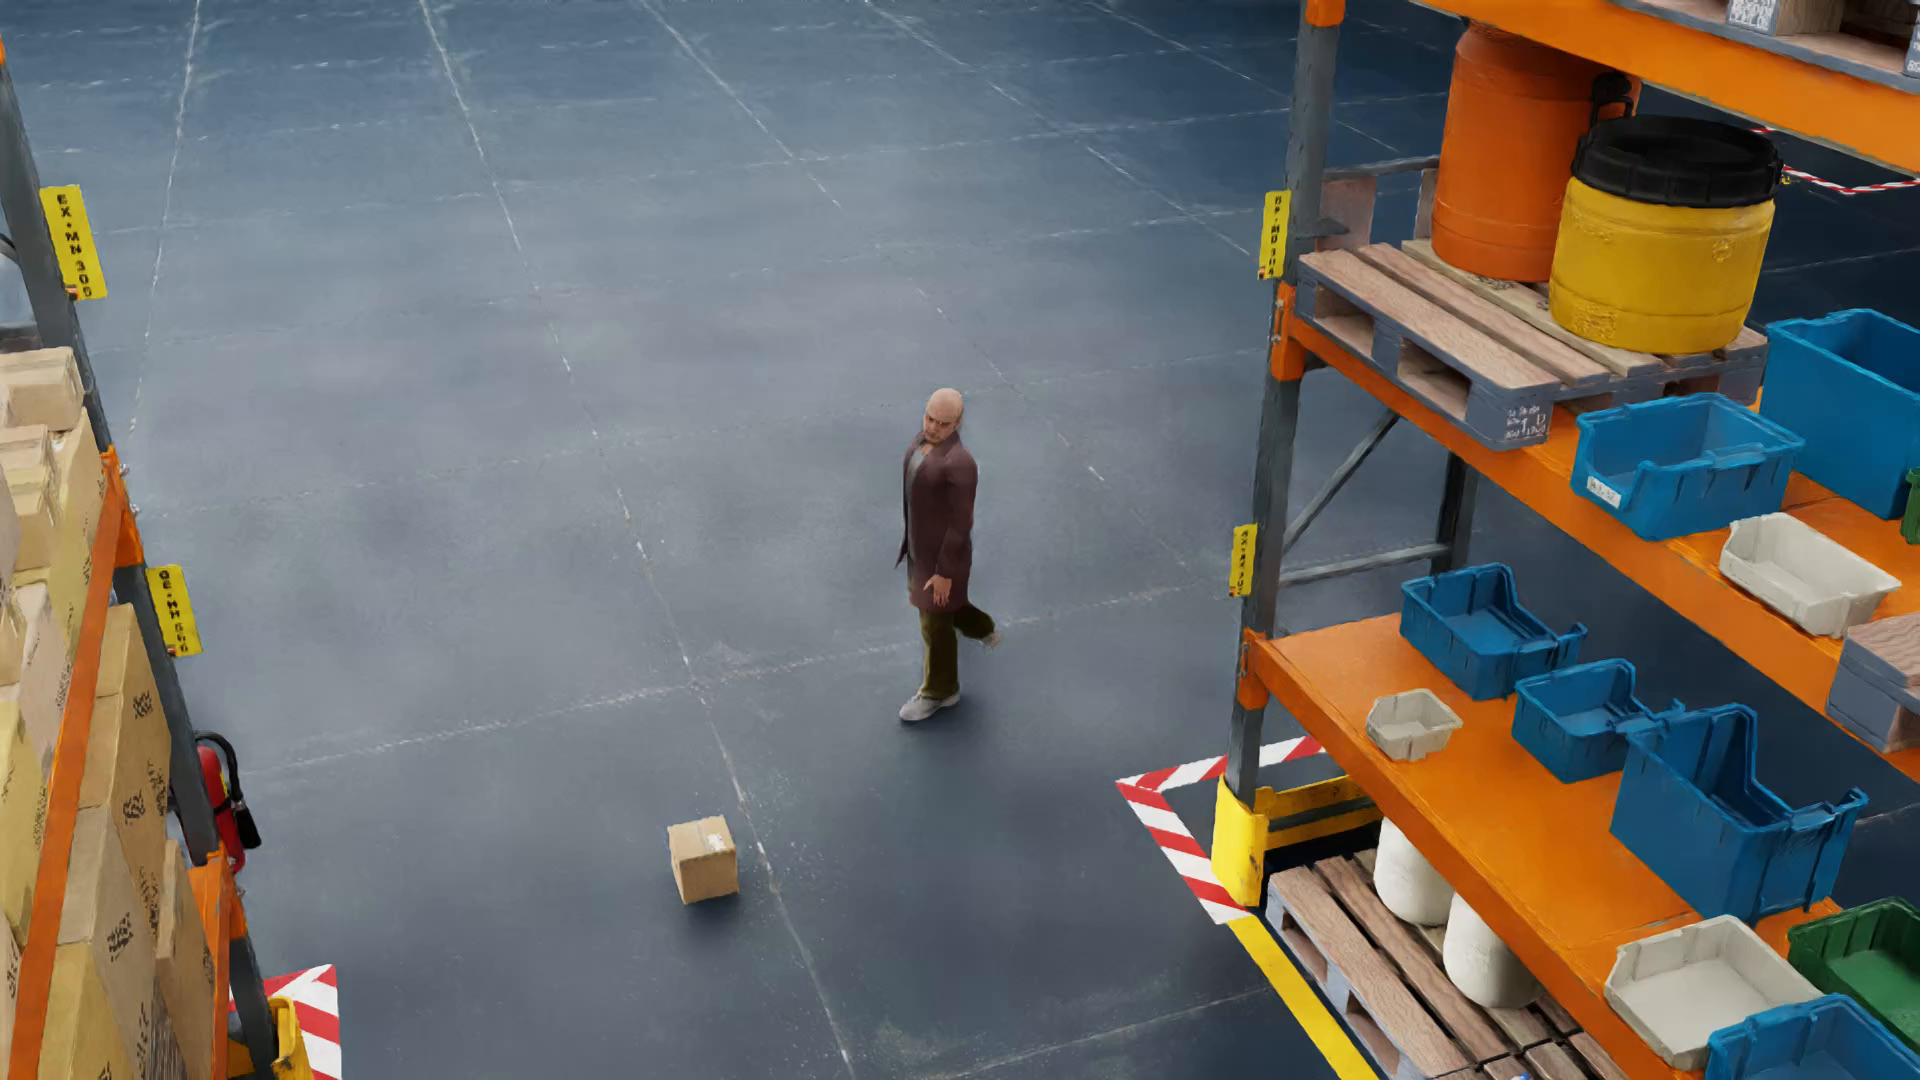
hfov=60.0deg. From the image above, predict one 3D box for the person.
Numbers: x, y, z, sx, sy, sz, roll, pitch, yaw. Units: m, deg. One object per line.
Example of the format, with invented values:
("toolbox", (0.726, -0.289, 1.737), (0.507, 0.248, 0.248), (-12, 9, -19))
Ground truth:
("person", (-0.067, 0.009, 8.349), (0.662, 1.775, 0.787), (-10, 31, -16))
